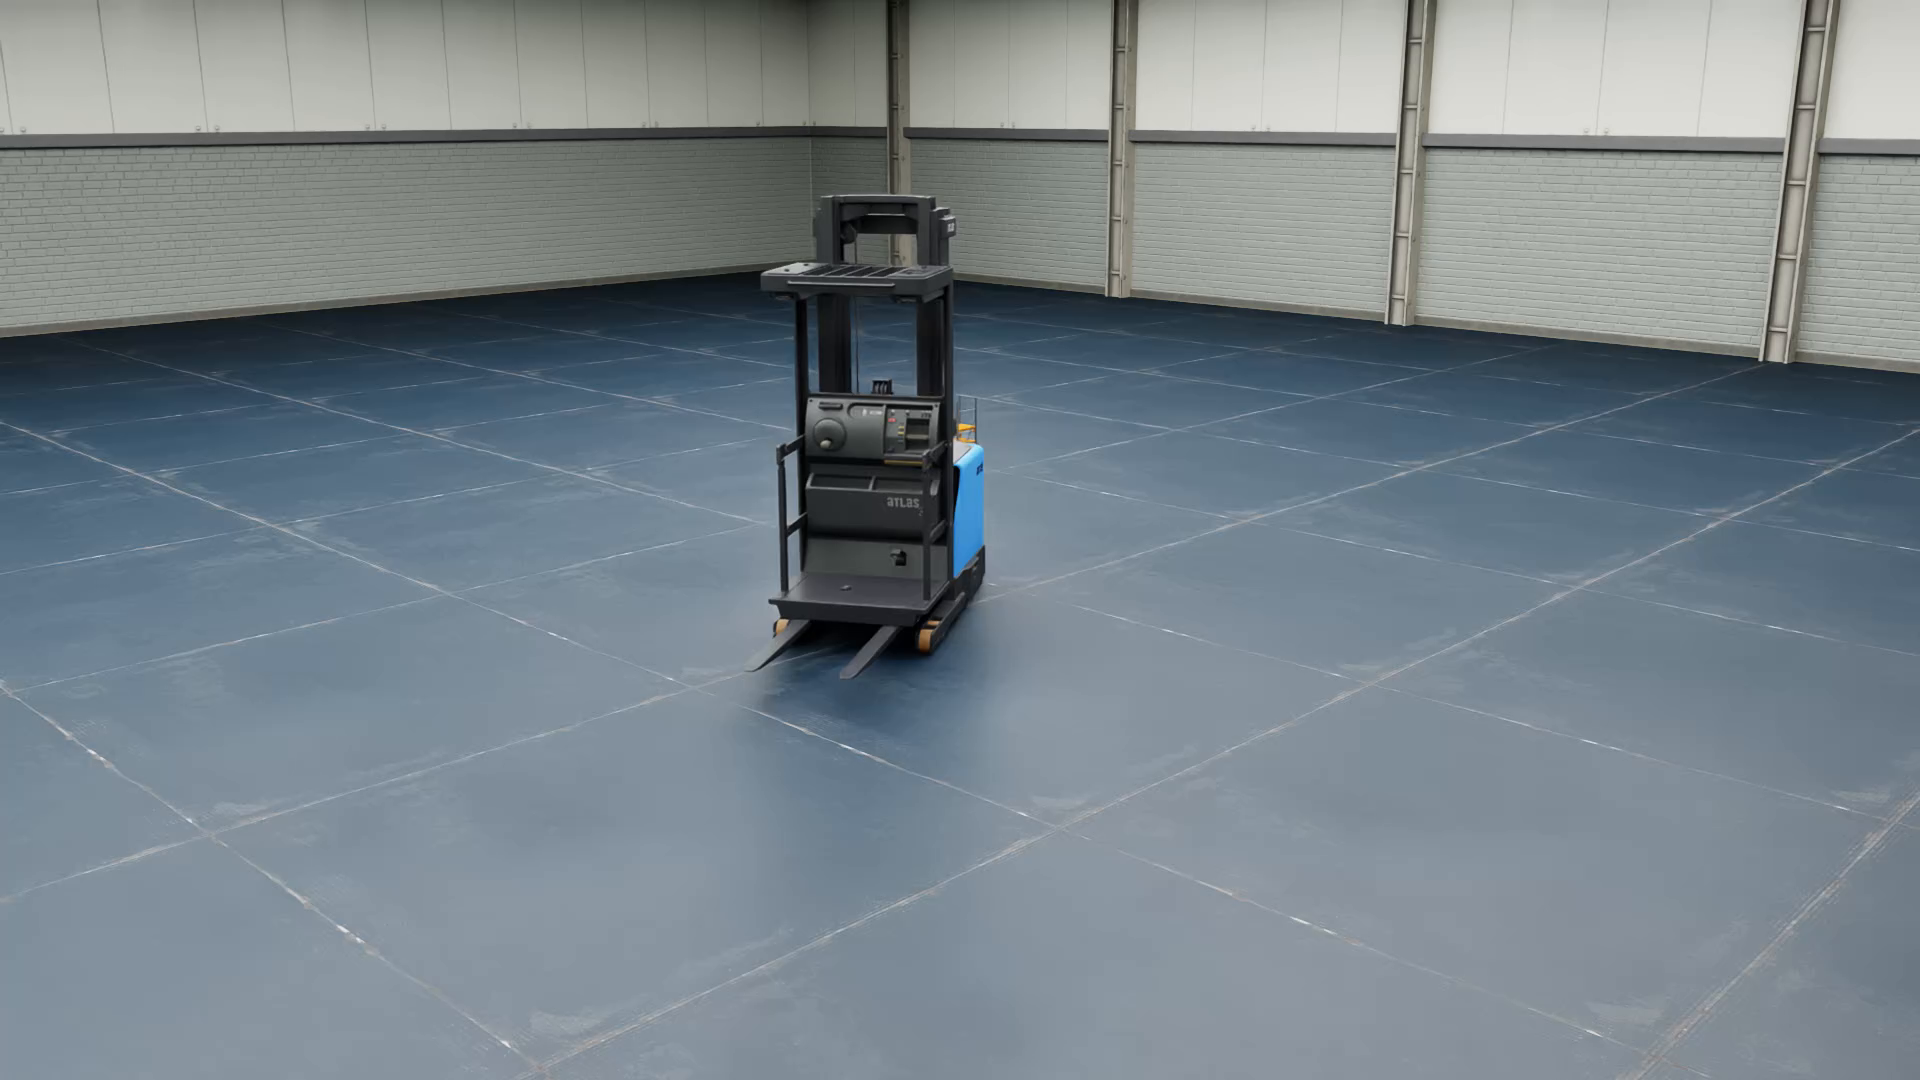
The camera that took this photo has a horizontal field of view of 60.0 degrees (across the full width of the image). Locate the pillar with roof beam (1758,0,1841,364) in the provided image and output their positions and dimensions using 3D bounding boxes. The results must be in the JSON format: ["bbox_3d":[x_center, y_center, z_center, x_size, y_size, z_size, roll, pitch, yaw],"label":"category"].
[{"bbox_3d":[8.673,-6.130,19.610,0.400,9.000,9.100,14,20,42],"label":"pillar with roof beam"}]

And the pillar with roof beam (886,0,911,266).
[{"bbox_3d":[-4.285,-9.280,31.700,0.400,9.000,9.100,14,20,42],"label":"pillar with roof beam"}]

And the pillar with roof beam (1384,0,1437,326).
[{"bbox_3d":[4.354,-7.180,23.640,0.400,9.000,9.100,14,20,42],"label":"pillar with roof beam"}]

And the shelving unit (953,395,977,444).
[{"bbox_3d":[-0.010,-0.583,13.791,0.189,1.200,0.258,14,20,42],"label":"shelving unit"}]

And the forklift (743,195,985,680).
[{"bbox_3d":[-0.640,-0.768,11.068,1.130,2.935,3.031,3,15,13],"label":"forklift"}]

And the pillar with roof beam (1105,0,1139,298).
[{"bbox_3d":[0.034,-8.230,27.670,0.400,9.000,9.100,14,20,42],"label":"pillar with roof beam"}]

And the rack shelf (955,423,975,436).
[{"bbox_3d":[-0.010,-0.889,13.711,0.180,0.103,0.258,14,20,42],"label":"rack shelf"}]

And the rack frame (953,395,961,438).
[{"bbox_3d":[-0.076,-0.599,13.852,0.006,1.200,0.240,14,20,42],"label":"rack frame"}]

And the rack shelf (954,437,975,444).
[{"bbox_3d":[-0.010,-0.772,13.741,0.180,0.103,0.258,14,20,42],"label":"rack shelf"}]

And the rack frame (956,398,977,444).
[{"bbox_3d":[0.055,-0.567,13.729,0.006,1.200,0.240,14,20,42],"label":"rack frame"}]
